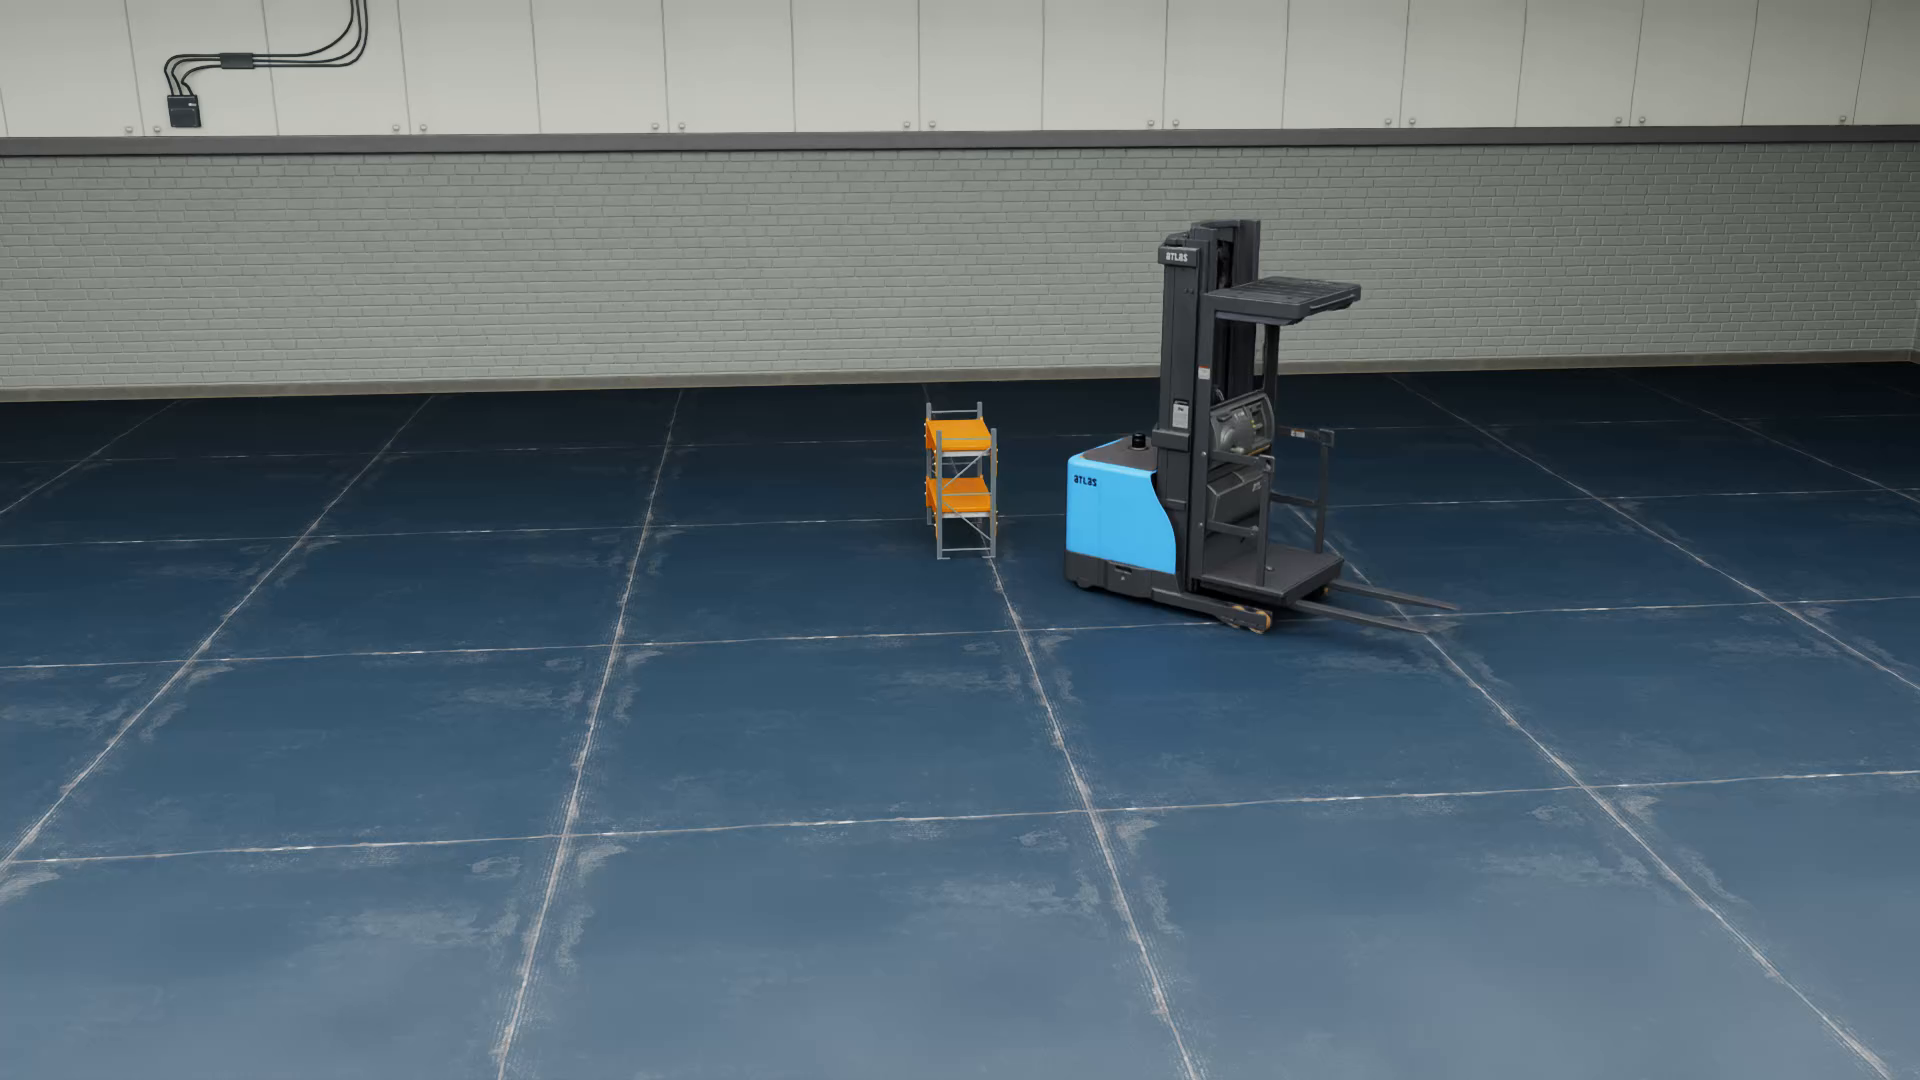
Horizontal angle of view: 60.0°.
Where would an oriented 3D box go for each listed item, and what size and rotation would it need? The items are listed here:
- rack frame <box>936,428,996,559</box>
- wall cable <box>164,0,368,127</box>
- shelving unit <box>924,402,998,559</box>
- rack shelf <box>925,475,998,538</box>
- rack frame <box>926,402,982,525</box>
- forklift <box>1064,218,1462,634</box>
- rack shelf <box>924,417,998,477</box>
[{"bbox_3d":[0.053,-0.383,14.020,0.500,1.125,0.032,-2,18,-6],"label":"rack frame"},{"bbox_3d":[-7.940,-7.665,18.390,2.305,6.003,0.169,-2,18,-6],"label":"wall cable"},{"bbox_3d":[0.001,-0.535,14.502,0.538,1.125,1.048,-2,18,-6],"label":"shelving unit"},{"bbox_3d":[0.001,-0.301,14.575,0.538,0.278,1.000,-2,18,-6],"label":"rack shelf"},{"bbox_3d":[-0.052,-0.686,14.985,0.500,1.125,0.032,-2,18,-6],"label":"rack frame"},{"bbox_3d":[2.321,-0.879,12.584,3.031,2.935,1.130,13,22,35],"label":"forklift"},{"bbox_3d":[0.001,-0.814,14.415,0.538,0.278,1.000,-2,18,-6],"label":"rack shelf"}]
